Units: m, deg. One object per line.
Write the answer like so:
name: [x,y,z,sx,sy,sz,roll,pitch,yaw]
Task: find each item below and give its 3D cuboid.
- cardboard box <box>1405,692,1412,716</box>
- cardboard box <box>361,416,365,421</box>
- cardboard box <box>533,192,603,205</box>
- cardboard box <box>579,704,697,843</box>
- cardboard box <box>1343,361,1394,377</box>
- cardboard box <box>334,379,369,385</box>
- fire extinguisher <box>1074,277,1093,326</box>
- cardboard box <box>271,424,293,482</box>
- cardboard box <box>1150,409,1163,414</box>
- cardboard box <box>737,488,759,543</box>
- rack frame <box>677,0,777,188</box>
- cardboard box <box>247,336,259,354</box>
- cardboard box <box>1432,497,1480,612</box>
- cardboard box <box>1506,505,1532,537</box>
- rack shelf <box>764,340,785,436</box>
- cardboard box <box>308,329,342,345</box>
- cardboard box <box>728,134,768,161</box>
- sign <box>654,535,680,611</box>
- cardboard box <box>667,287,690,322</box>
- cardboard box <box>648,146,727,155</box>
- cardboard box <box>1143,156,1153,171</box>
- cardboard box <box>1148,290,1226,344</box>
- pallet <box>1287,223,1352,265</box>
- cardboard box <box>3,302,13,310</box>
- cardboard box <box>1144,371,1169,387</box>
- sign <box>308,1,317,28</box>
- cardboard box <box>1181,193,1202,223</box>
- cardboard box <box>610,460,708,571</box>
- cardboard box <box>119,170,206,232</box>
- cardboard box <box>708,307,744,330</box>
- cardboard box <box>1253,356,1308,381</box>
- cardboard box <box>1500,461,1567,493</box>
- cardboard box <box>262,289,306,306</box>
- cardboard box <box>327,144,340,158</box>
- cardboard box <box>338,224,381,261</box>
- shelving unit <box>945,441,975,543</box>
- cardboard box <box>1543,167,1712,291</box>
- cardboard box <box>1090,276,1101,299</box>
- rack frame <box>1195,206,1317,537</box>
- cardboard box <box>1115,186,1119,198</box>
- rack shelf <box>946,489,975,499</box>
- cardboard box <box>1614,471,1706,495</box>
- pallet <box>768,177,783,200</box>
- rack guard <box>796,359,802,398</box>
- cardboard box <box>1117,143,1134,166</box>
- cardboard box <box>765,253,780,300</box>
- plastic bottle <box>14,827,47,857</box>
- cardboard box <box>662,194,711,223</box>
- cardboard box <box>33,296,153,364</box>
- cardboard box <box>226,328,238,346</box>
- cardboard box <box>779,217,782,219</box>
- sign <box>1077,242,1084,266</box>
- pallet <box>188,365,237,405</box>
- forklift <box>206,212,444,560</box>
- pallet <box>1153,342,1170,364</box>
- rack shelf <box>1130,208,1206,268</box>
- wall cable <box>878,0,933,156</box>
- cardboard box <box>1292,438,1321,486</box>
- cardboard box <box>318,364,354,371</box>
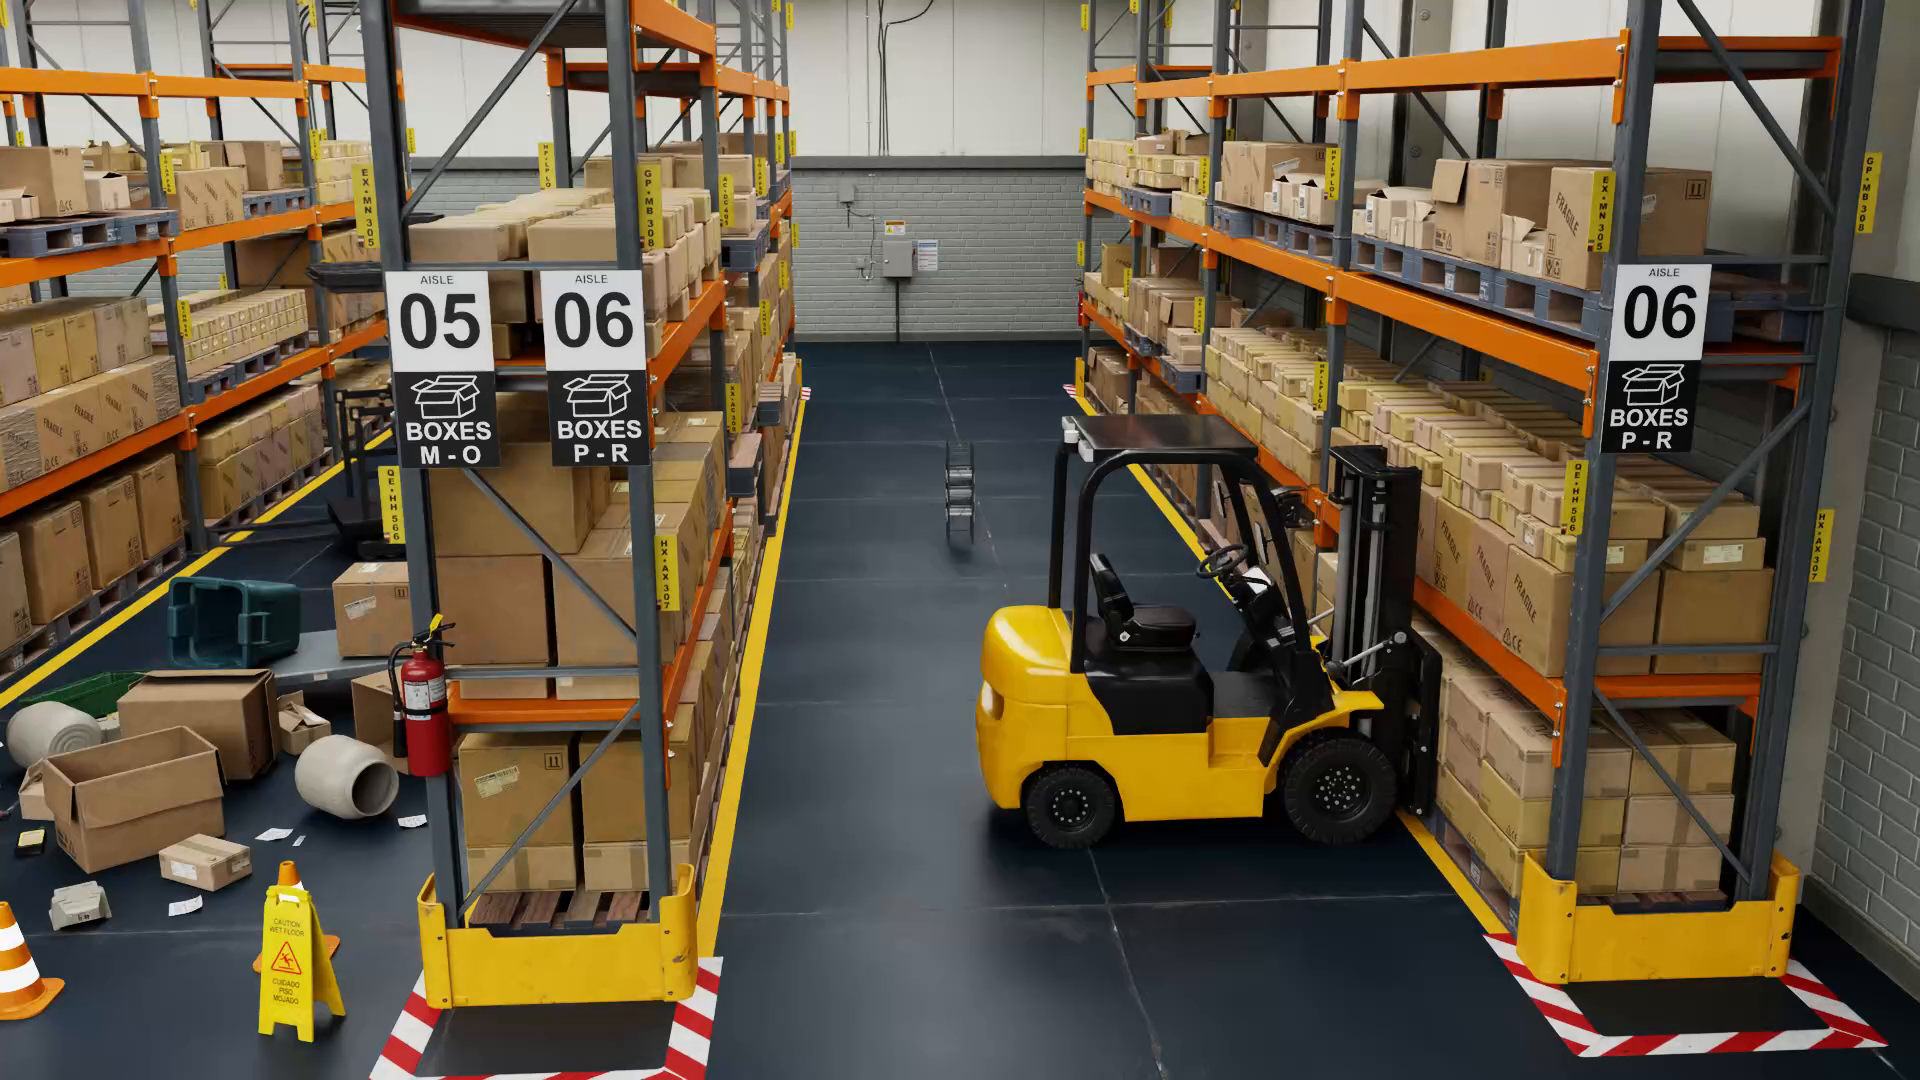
cardboard box: [2.740,0.881,9.477,0.500,0.250,0.500,-1,14,-4]
cardboard box: [-7.351,-1.491,19.902,0.380,0.149,0.250,-2,15,-6]
cardboard box: [-2.272,-1.932,9.624,0.380,0.149,0.250,-1,14,-5]
cardboard box: [-1.547,1.121,8.045,0.500,0.500,0.500,-1,14,-5]
cardboard box: [3.101,-1.277,12.691,0.380,0.149,0.250,-1,14,-4]
cardboard box: [-7.358,-1.843,20.078,0.380,0.149,0.250,-1,15,-6]
fire extinguisher: [1.722,-3.302,22.966,0.296,0.674,0.183,-1,14,-3]
cardboard box: [-7.092,-0.874,16.800,0.500,0.500,0.500,-1,14,-5]
cardboard box: [2.315,-1.108,17.710,0.500,0.500,0.500,-1,14,-5]
cardboard box: [-2.241,-0.213,14.490,0.950,0.372,0.625,-2,15,-7]
rack frame: [-2.514,-5.323,17.880,1.000,3.000,0.127,-1,14,-3]
cardboard box: [-7.126,-1.912,16.323,0.380,0.149,0.250,-1,14,-5]
cardboard box: [2.836,0.066,8.775,0.500,0.500,0.500,-1,14,-4]
cardboard box: [2.882,-0.084,8.055,0.380,0.149,0.250,-1,14,-2]
rack shelf: [-2.390,-1.572,16.784,1.077,0.370,4.000,-1,14,-3]
cardboard box: [-7.139,-2.270,18.558,0.380,0.149,0.250,0,14,-1]
cardboard box: [-2.341,-4.320,18.758,0.500,0.500,0.500,-1,14,-2]
sign: [-1.229,0.139,6.953,0.100,0.325,0.005,-1,14,-3]
cardboard box: [-1.551,-1.173,8.275,0.380,0.149,0.250,-1,14,-3]
cardboard box: [-2.440,-3.221,14.678,0.797,0.503,0.637,-2,15,-7]
cardboard box: [2.124,-3.949,17.421,0.380,0.149,0.250,-1,14,-4]
cardboard box: [2.327,-2.300,17.124,0.700,0.500,0.500,-1,14,-4]
pallet: [2.868,-2.085,11.698,0.805,0.209,1.217,-1,15,-6]
cardboard box: [-12.270,-2.927,21.111,0.380,0.149,0.250,-1,14,-3]
cardboard box: [2.260,-1.789,18.459,0.380,0.149,0.250,-2,15,-6]
sign: [-8.238,-6.699,21.193,0.100,0.325,0.005,-1,14,-3]
cardboard box: [2.382,-3.130,15.675,0.500,0.250,0.500,-1,14,-3]
cardboard box: [-1.631,-0.130,8.937,0.500,0.500,0.500,-1,14,-5]
cardboard box: [-6.970,-2.969,14.548,0.500,0.500,0.500,-1,14,-3]
cardboard box: [-1.883,-1.731,13.014,0.380,0.149,0.250,-2,15,-6]
cardboard box: [2.490,-1.332,12.905,0.380,0.149,0.250,-1,14,-5]
cardboard box: [2.920,-0.292,8.266,0.380,0.149,0.250,-1,14,-3]
cardboard box: [-7.229,-2.589,17.762,0.380,0.149,0.250,0,14,-1]
cardboard box: [-7.251,-4.403,18.820,0.380,0.149,0.250,-1,14,-5]
cardboard box: [-7.347,-3.623,20.506,0.500,0.500,0.500,0,14,-1]
shelving unit: [-0.001,-0.438,15.146,0.258,0.900,0.210,-1,14,-3]
cardboard box: [2.913,-1.370,7.292,0.500,0.500,0.500,0,14,-2]
cardboard box: [1.983,-3.319,21.835,0.500,0.250,0.500,-1,14,-3]
rack frame: [2.688,-1.501,15.063,1.000,3.000,0.127,-1,14,-3]
cardboard box: [2.083,-4.230,20.154,0.380,0.149,0.250,-1,14,-3]
rack shelf: [-0.001,-0.406,15.154,0.258,0.077,0.200,-1,14,-3]
cardboard box: [3.363,-0.236,8.046,0.380,0.149,0.250,-1,14,-2]
pallet: [-2.554,-4.031,19.056,1.003,0.211,1.213,-1,14,-3]
rack guard: [-2.763,-2.208,22.829,1.175,0.500,0.348,-1,14,-3]
cardboard box: [2.128,-4.510,19.438,0.500,0.250,0.500,-1,14,-4]
cardboard box: [-2.236,-2.843,18.074,0.500,0.500,0.500,0,14,-2]
plastic bottle: [-4.961,1.606,8.885,0.133,0.061,0.283,-6,16,-23]
cardboard box: [-1.614,-1.878,9.413,0.380,0.149,0.250,0,14,-2]
cardboard box: [-7.183,-1.742,13.795,0.700,0.500,0.500,-1,14,-4]
cardboard box: [-7.099,-1.929,15.792,0.380,0.149,0.250,-1,14,-3]
cardboard box: [-2.540,-4.173,21.941,0.380,0.149,0.250,-1,14,-3]
sign: [1.650,-3.901,22.655,0.100,0.325,0.005,-1,14,-3]
pallet: [-7.351,-1.404,15.073,1.213,0.211,1.003,-1,14,-3]
forklift: [-5.167,-1.391,14.775,3.031,2.935,1.130,-7,16,-26]
pallet: [2.562,-1.891,16.966,1.003,0.211,1.213,-1,14,-3]
rack shelf: [2.564,-3.102,16.712,1.077,0.370,4.000,-1,14,-3]
wall cable: [0.138,-7.791,27.396,2.988,3.039,0.133,-1,14,-3]
cardboard box: [2.643,-0.555,11.686,0.500,0.250,0.500,-1,14,-2]
cardboard box: [-7.978,-2.155,21.291,0.380,0.149,0.250,-1,14,-4]
